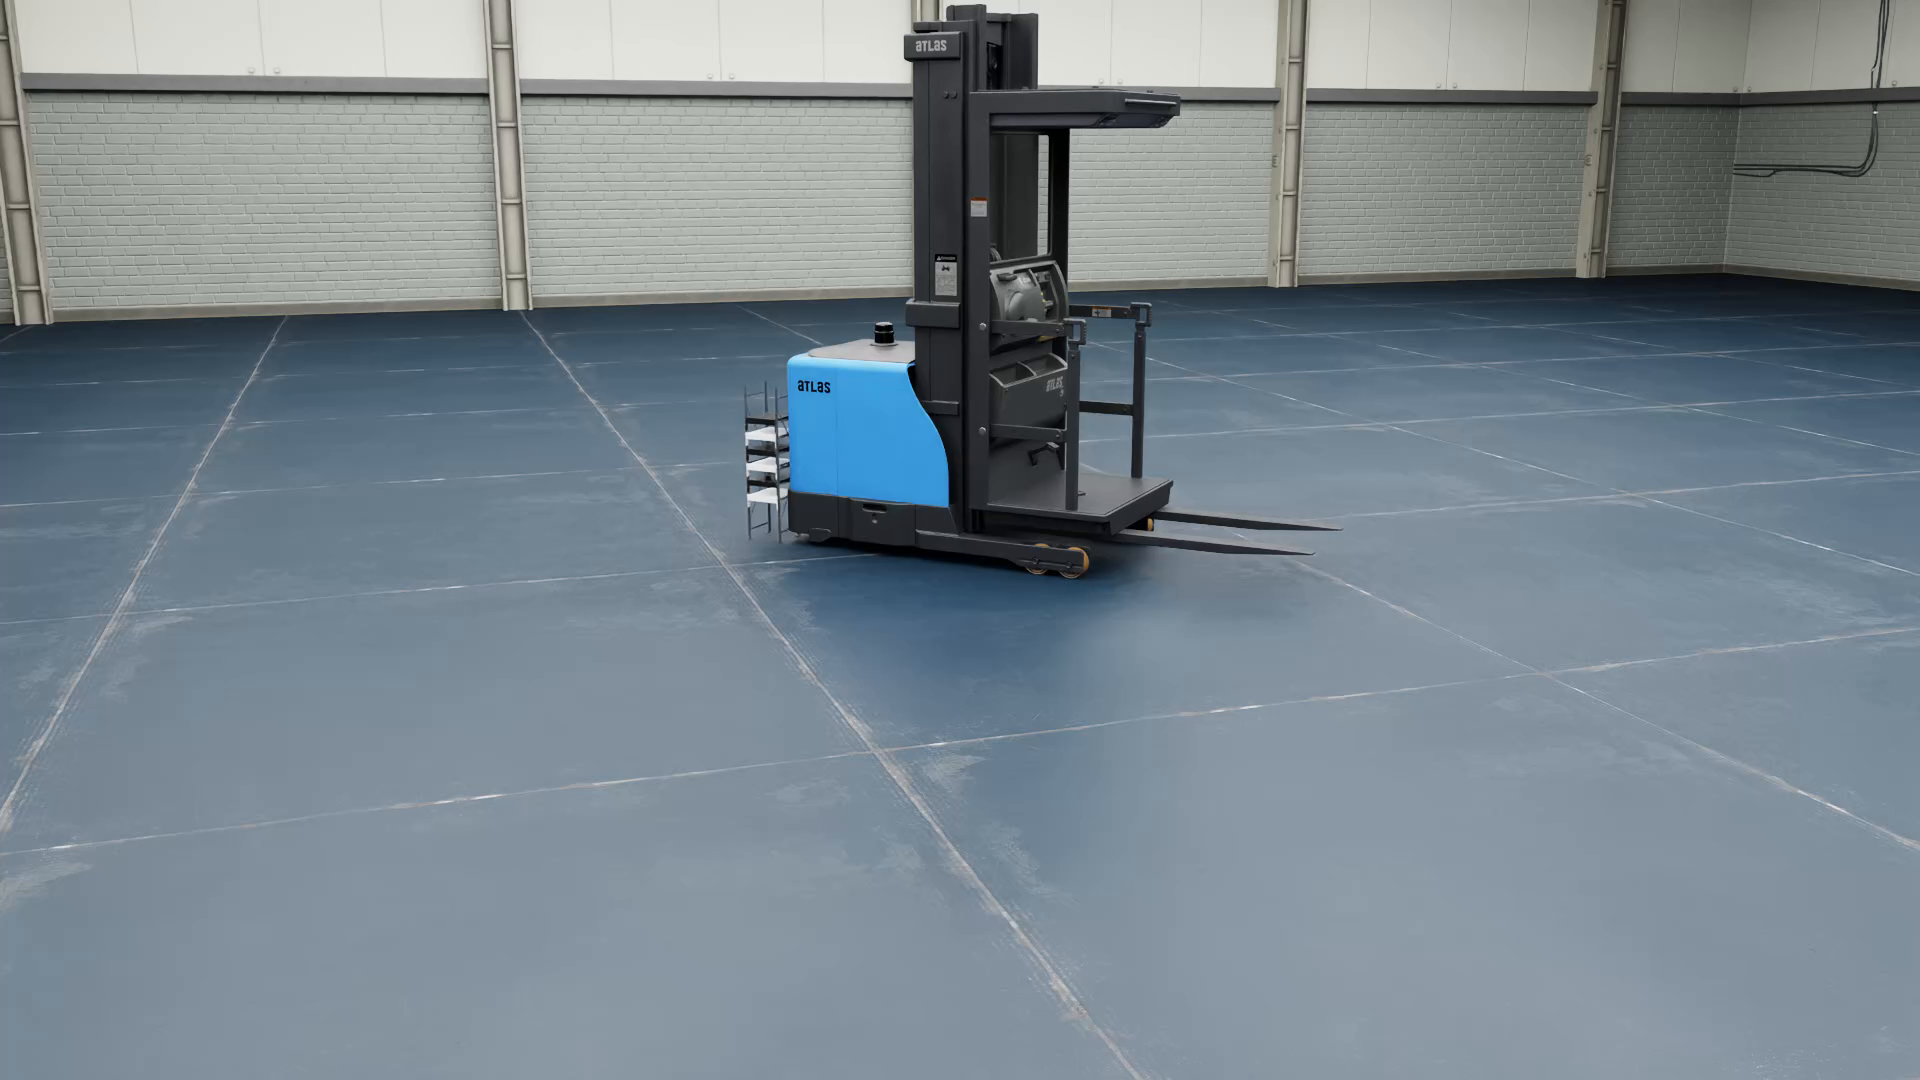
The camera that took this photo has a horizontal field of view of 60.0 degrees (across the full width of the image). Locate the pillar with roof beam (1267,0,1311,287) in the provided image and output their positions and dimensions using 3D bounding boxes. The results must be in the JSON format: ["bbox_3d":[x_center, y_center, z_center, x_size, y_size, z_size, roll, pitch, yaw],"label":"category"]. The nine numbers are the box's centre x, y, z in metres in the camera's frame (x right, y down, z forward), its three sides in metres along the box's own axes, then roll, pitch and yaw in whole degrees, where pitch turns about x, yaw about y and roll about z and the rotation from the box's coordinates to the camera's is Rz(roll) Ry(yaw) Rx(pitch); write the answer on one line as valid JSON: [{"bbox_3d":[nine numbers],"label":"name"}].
[{"bbox_3d":[6.581,-7.537,21.883,0.400,9.000,9.100,-4,14,-18],"label":"pillar with roof beam"}]

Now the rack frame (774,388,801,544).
[{"bbox_3d":[-0.988,-0.440,9.546,0.006,0.900,0.240,6,15,25],"label":"rack frame"}]

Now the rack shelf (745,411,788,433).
[{"bbox_3d":[-1.080,-0.680,9.534,0.200,0.077,0.258,6,15,25],"label":"rack shelf"}]

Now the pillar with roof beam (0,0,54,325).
[{"bbox_3d":[-10.479,-6.209,16.298,0.400,9.000,9.100,-4,14,-18],"label":"pillar with roof beam"}]

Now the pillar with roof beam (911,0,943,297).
[{"bbox_3d":[0.894,-7.094,20.021,0.400,9.000,9.100,-4,14,-18],"label":"pillar with roof beam"}]

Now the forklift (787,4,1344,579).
[{"bbox_3d":[0.565,-1.362,9.034,3.031,2.935,1.130,6,15,25],"label":"forklift"}]

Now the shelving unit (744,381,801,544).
[{"bbox_3d":[-1.080,-0.450,9.588,0.210,0.900,0.258,6,15,25],"label":"shelving unit"}]

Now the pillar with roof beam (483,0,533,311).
[{"bbox_3d":[-4.793,-6.651,18.160,0.400,9.000,9.100,-4,14,-18],"label":"pillar with roof beam"}]

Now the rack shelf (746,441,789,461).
[{"bbox_3d":[-1.080,-0.505,9.575,0.200,0.077,0.258,6,15,25],"label":"rack shelf"}]

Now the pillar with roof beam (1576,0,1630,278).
[{"bbox_3d":[12.267,-7.980,23.745,0.400,9.000,9.100,-4,14,-18],"label":"pillar with roof beam"}]

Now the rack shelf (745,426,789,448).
[{"bbox_3d":[-1.080,-0.592,9.554,0.200,0.077,0.258,6,15,25],"label":"rack shelf"}]

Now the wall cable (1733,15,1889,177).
[{"bbox_3d":[14.108,-7.341,27.768,0.112,2.526,3.097,-4,14,-18],"label":"wall cable"}]

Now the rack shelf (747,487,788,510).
[{"bbox_3d":[-1.080,-0.242,9.638,0.200,0.077,0.258,6,15,25],"label":"rack shelf"}]

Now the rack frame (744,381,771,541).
[{"bbox_3d":[-1.172,-0.460,9.631,0.006,0.900,0.240,6,15,25],"label":"rack frame"}]

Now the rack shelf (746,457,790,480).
[{"bbox_3d":[-1.080,-0.417,9.596,0.200,0.077,0.258,6,15,25],"label":"rack shelf"}]

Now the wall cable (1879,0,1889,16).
[{"bbox_3d":[14.971,-9.204,24.689,0.112,2.526,3.097,-4,14,-18],"label":"wall cable"}]

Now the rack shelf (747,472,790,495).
[{"bbox_3d":[-1.080,-0.330,9.617,0.200,0.077,0.258,6,15,25],"label":"rack shelf"}]
